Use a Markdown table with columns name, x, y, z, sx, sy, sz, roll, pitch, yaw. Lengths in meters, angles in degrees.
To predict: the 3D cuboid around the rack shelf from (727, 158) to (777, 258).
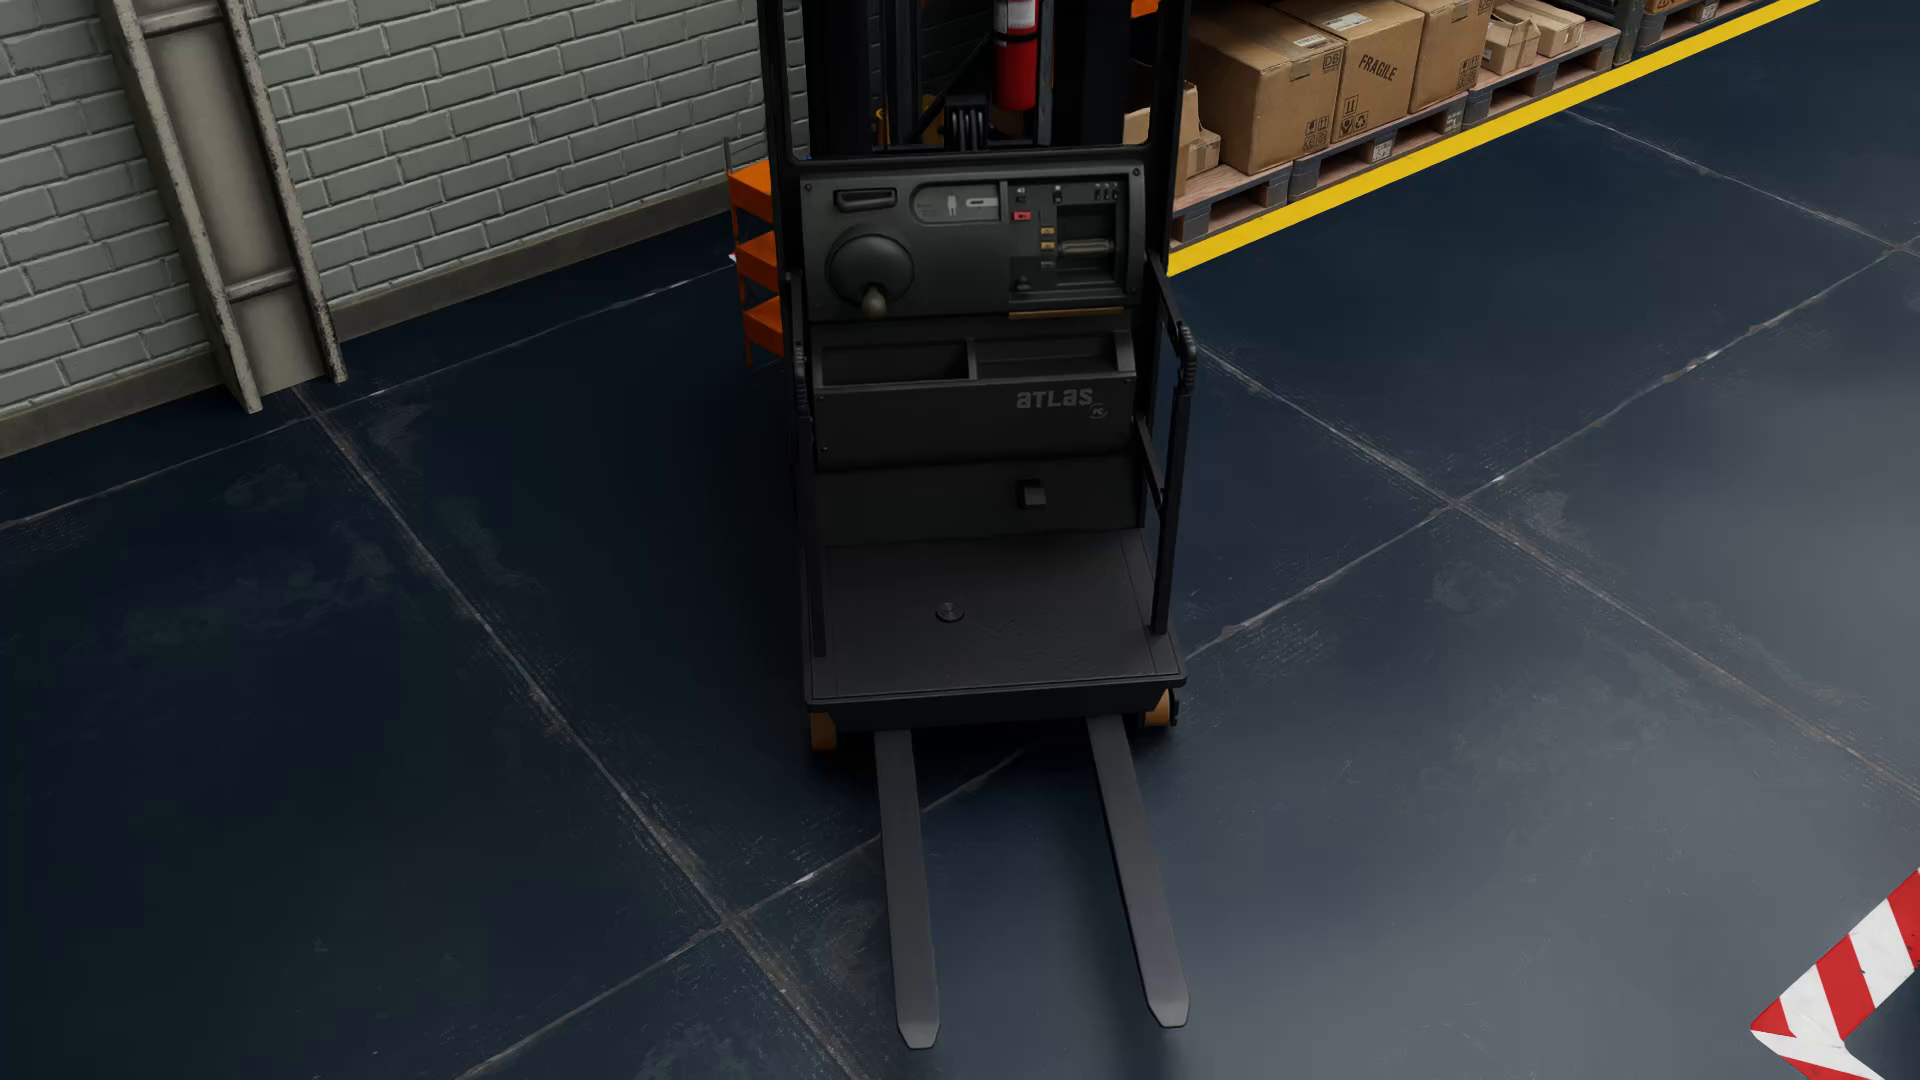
| name | x | y | z | sx | sy | sz | roll | pitch | yaw |
| --- | --- | --- | --- | --- | --- | --- | --- | --- | --- |
| rack shelf | -0.665 | -1.200 | 5.952 | 0.240 | 0.259 | 0.215 | 31 | 49 | 33 |

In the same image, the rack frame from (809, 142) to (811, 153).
| name | x | y | z | sx | sy | sz | roll | pitch | yaw |
| --- | --- | --- | --- | --- | --- | --- | --- | --- | --- |
| rack frame | -0.576 | -0.935 | 6.057 | 0.008 | 1.050 | 0.200 | 31 | 49 | 33 |

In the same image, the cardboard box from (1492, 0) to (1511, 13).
| name | x | y | z | sx | sy | sz | roll | pitch | yaw |
| --- | --- | --- | --- | --- | --- | --- | --- | --- | --- |
| cardboard box | 2.544 | -2.913 | 8.725 | 0.500 | 0.311 | 0.500 | -24 | 45 | -27 |

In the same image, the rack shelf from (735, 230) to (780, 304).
| name | x | y | z | sx | sy | sz | roll | pitch | yaw |
| --- | --- | --- | --- | --- | --- | --- | --- | --- | --- |
| rack shelf | -0.663 | -0.980 | 6.131 | 0.240 | 0.259 | 0.215 | 31 | 49 | 33 |

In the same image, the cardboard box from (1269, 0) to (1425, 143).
| name | x | y | z | sx | sy | sz | roll | pitch | yaw |
| --- | --- | --- | --- | --- | --- | --- | --- | --- | --- |
| cardboard box | 1.765 | -2.230 | 7.744 | 0.500 | 0.500 | 0.500 | -25 | 46 | -27 |

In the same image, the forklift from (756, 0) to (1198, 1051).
| name | x | y | z | sx | sy | sz | roll | pitch | yaw |
| --- | --- | --- | --- | --- | --- | --- | --- | --- | --- |
| forklift | 0.062 | -0.733 | 4.332 | 1.130 | 2.935 | 3.031 | -4 | 39 | -4 |

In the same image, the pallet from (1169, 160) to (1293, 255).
| name | x | y | z | sx | sy | sz | roll | pitch | yaw |
| --- | --- | --- | --- | --- | --- | --- | --- | --- | --- |
| pallet | 0.732 | -1.641 | 7.584 | 1.213 | 0.211 | 1.003 | -26 | 46 | -28 |

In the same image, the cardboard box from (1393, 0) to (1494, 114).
| name | x | y | z | sx | sy | sz | roll | pitch | yaw |
| --- | --- | --- | --- | --- | --- | --- | --- | --- | --- |
| cardboard box | 2.108 | -2.478 | 8.045 | 0.500 | 0.500 | 0.700 | -28 | 47 | -30 |

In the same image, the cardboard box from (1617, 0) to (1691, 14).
| name | x | y | z | sx | sy | sz | roll | pitch | yaw |
| --- | --- | --- | --- | --- | --- | --- | --- | --- | --- |
| cardboard box | 3.733 | -3.197 | 8.921 | 0.500 | 0.500 | 0.500 | -24 | 45 | -26 |

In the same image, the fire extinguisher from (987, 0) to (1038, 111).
| name | x | y | z | sx | sy | sz | roll | pitch | yaw |
| --- | --- | --- | --- | --- | --- | --- | --- | --- | --- |
| fire extinguisher | 0.205 | -1.918 | 6.077 | 0.183 | 0.674 | 0.296 | -26 | 46 | -28 |

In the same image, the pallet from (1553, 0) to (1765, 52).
| name | x | y | z | sx | sy | sz | roll | pitch | yaw |
| --- | --- | --- | --- | --- | --- | --- | --- | --- | --- |
| pallet | 3.834 | -3.182 | 9.463 | 1.213 | 0.211 | 1.003 | -26 | 46 | -28 |

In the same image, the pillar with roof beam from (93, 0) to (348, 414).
| name | x | y | z | sx | sy | sz | roll | pitch | yaw |
| --- | --- | --- | --- | --- | --- | --- | --- | --- | --- |
| pillar with roof beam | -0.024 | -1.947 | 1.028 | 0.400 | 9.000 | 9.100 | -26 | 46 | -28 |

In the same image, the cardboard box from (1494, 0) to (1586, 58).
| name | x | y | z | sx | sy | sz | roll | pitch | yaw |
| --- | --- | --- | --- | --- | --- | --- | --- | --- | --- |
| cardboard box | 2.949 | -2.624 | 8.500 | 0.250 | 0.149 | 0.380 | -27 | 47 | -29 |

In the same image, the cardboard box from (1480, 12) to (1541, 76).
| name | x | y | z | sx | sy | sz | roll | pitch | yaw |
| --- | --- | --- | --- | --- | --- | --- | --- | --- | --- |
| cardboard box | 2.666 | -2.531 | 8.295 | 0.258 | 0.266 | 0.396 | -24 | 45 | -27 |

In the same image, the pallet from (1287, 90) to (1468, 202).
| name | x | y | z | sx | sy | sz | roll | pitch | yaw |
| --- | --- | --- | --- | --- | --- | --- | --- | --- | --- |
| pallet | 1.699 | -2.110 | 8.155 | 1.213 | 0.211 | 1.003 | -26 | 46 | -28 |

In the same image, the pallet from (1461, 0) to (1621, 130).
| name | x | y | z | sx | sy | sz | roll | pitch | yaw |
| --- | --- | --- | --- | --- | --- | --- | --- | --- | --- |
| pallet | 2.667 | -2.584 | 8.733 | 1.213 | 0.211 | 1.003 | -26 | 46 | -28 |

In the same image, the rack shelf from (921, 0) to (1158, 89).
| name | x | y | z | sx | sy | sz | roll | pitch | yaw |
| --- | --- | --- | --- | --- | --- | --- | --- | --- | --- |
| rack shelf | 1.626 | -2.876 | 7.458 | 4.000 | 0.370 | 1.077 | -26 | 46 | -28 |

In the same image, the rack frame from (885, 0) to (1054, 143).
| name | x | y | z | sx | sy | sz | roll | pitch | yaw |
| --- | --- | --- | --- | --- | --- | --- | --- | --- | --- |
| rack frame | 0.040 | -2.381 | 6.287 | 0.127 | 3.000 | 1.000 | -26 | 46 | -28 |

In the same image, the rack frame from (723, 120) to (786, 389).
| name | x | y | z | sx | sy | sz | roll | pitch | yaw |
| --- | --- | --- | --- | --- | --- | --- | --- | --- | --- |
| rack frame | -0.750 | -1.041 | 6.191 | 0.008 | 1.050 | 0.200 | 31 | 49 | 33 |

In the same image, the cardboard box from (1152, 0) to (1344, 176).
| name | x | y | z | sx | sy | sz | roll | pitch | yaw |
| --- | --- | --- | --- | --- | --- | --- | --- | --- | --- |
| cardboard box | 1.284 | -2.076 | 7.556 | 0.500 | 0.500 | 0.700 | -24 | 45 | -26 |

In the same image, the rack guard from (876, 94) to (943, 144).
| name | x | y | z | sx | sy | sz | roll | pitch | yaw |
| --- | --- | --- | --- | --- | --- | --- | --- | --- | --- |
| rack guard | 0.101 | -1.444 | 7.116 | 0.348 | 0.500 | 1.175 | -26 | 46 | -28 |

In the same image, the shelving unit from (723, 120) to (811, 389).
| name | x | y | z | sx | sy | sz | roll | pitch | yaw |
| --- | --- | --- | --- | --- | --- | --- | --- | --- | --- |
| shelving unit | -0.663 | -0.988 | 6.124 | 0.252 | 1.050 | 0.215 | 31 | 49 | 33 |

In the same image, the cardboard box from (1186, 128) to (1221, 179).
| name | x | y | z | sx | sy | sz | roll | pitch | yaw |
| --- | --- | --- | --- | --- | --- | --- | --- | --- | --- |
| cardboard box | 0.944 | -1.774 | 7.465 | 0.250 | 0.149 | 0.380 | -28 | 47 | -30 |

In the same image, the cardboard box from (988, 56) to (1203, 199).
| name | x | y | z | sx | sy | sz | roll | pitch | yaw |
| --- | --- | --- | --- | --- | --- | --- | --- | --- | --- |
| cardboard box | 0.583 | -1.767 | 7.176 | 0.637 | 0.503 | 0.797 | -28 | 47 | -30 |

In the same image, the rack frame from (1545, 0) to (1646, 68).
| name | x | y | z | sx | sy | sz | roll | pitch | yaw |
| --- | --- | --- | --- | --- | --- | --- | --- | --- | --- |
| rack frame | 3.212 | -3.927 | 8.172 | 0.127 | 3.000 | 1.000 | -26 | 46 | -28 |

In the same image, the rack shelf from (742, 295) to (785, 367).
| name | x | y | z | sx | sy | sz | roll | pitch | yaw |
| --- | --- | --- | --- | --- | --- | --- | --- | --- | --- |
| rack shelf | -0.661 | -0.763 | 6.305 | 0.240 | 0.259 | 0.215 | 31 | 49 | 33 |
